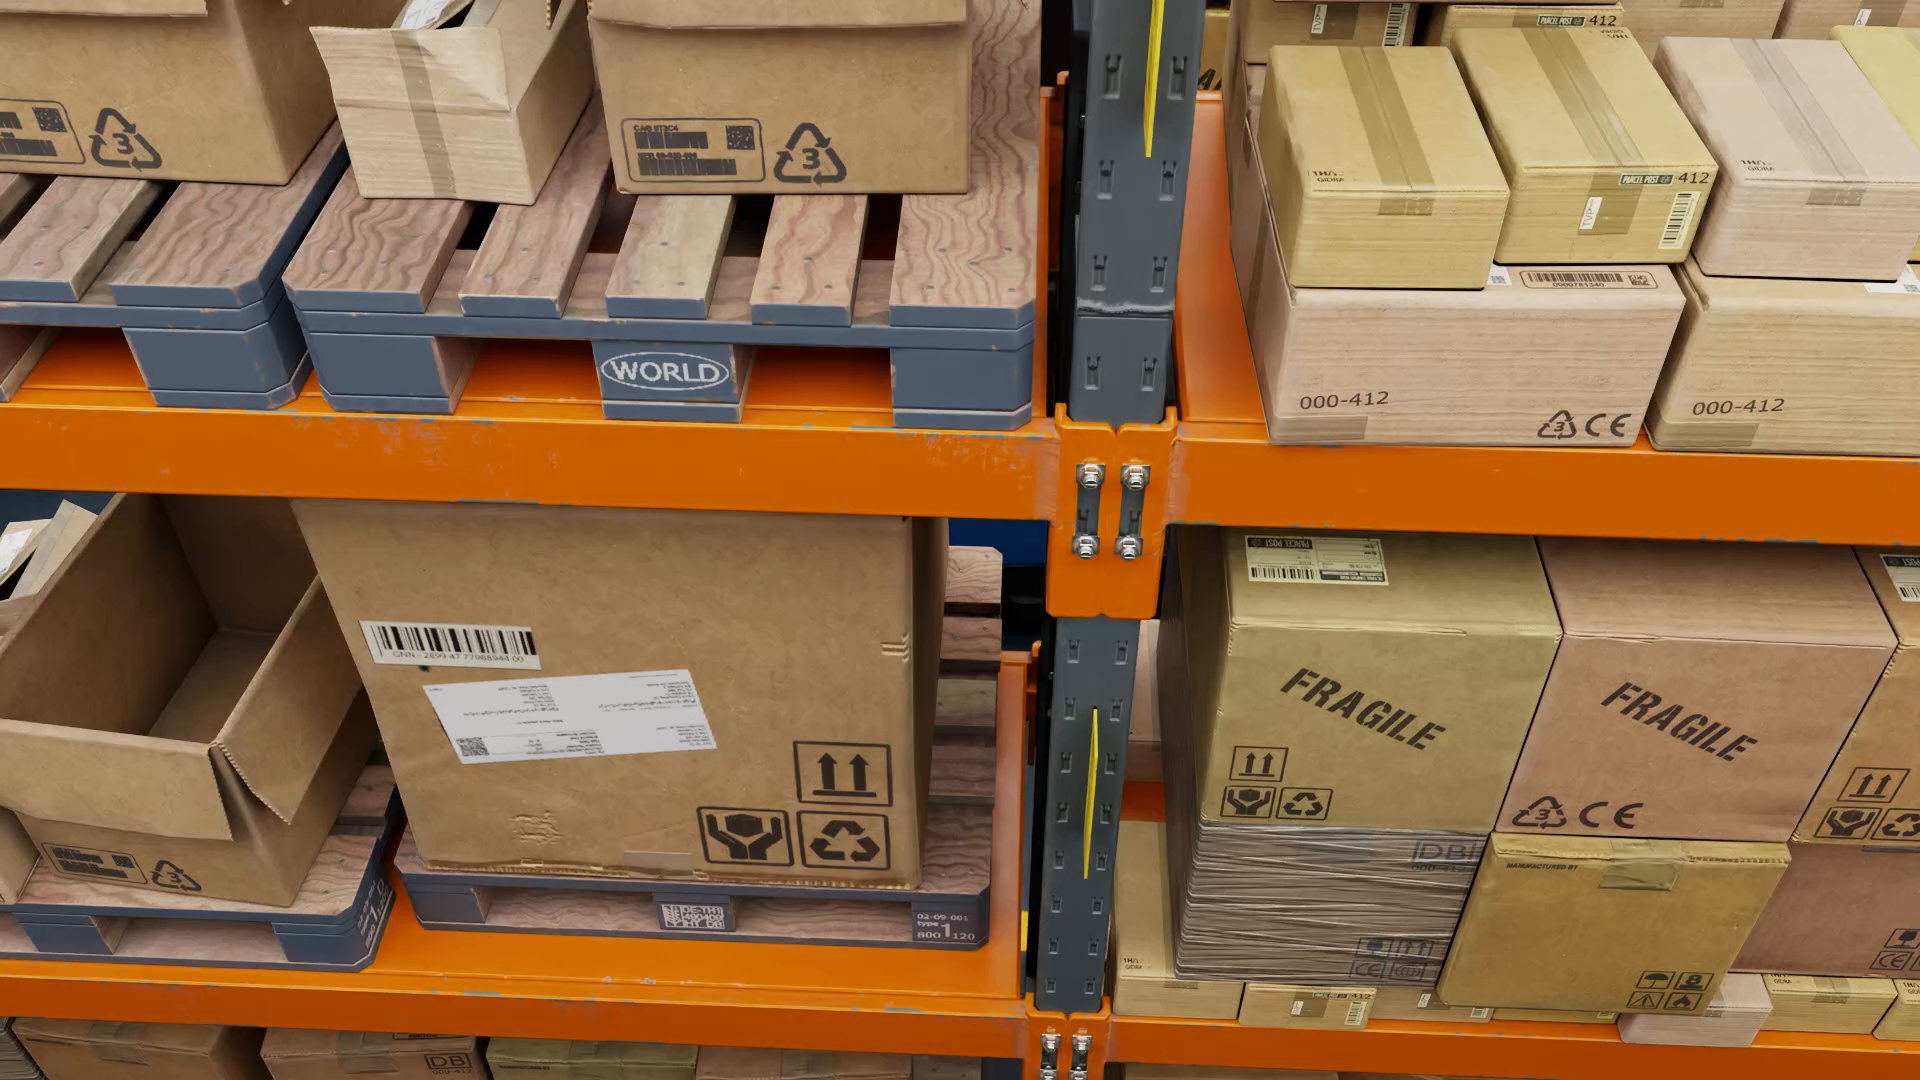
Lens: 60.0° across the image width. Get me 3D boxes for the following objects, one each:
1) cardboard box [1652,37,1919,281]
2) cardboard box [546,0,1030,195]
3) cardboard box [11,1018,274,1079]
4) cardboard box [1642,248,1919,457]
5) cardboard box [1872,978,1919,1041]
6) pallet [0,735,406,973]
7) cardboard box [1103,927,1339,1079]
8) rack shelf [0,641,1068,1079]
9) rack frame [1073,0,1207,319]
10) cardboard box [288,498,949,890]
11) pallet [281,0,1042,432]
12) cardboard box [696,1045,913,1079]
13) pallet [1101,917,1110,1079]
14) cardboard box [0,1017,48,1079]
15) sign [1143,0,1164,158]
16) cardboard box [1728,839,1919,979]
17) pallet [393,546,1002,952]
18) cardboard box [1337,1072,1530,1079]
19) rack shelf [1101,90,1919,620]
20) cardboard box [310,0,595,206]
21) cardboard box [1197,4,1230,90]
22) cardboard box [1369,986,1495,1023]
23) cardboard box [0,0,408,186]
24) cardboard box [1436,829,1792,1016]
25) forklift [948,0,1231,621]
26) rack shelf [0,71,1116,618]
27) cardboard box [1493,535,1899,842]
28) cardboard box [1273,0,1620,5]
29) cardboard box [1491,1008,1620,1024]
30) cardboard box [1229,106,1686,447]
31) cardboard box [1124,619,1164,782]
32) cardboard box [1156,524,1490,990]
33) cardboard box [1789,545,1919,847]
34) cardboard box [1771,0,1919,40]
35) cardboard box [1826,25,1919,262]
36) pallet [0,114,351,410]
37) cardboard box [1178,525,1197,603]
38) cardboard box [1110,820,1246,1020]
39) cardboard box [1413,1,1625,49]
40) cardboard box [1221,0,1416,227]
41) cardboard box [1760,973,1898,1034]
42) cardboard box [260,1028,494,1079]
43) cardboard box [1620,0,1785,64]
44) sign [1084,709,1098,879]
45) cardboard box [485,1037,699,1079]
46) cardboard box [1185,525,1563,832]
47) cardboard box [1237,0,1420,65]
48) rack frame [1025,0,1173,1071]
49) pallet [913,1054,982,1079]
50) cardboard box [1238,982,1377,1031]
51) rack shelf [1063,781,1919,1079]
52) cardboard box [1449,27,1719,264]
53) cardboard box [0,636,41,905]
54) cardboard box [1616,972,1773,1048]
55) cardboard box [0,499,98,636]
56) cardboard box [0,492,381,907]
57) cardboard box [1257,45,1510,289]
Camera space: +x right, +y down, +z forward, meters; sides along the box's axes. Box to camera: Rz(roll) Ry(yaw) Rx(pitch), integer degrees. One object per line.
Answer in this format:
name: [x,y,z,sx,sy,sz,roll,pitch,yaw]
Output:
cardboard box: [1.088,-0.515,2.220,0.250,0.149,0.380,2,43,2]
cardboard box: [-0.228,-0.902,2.433,0.637,0.503,0.797,0,43,0]
cardboard box: [-1.968,1.127,4.350,0.500,0.500,0.700,5,43,5]
cardboard box: [1.204,-0.373,2.359,0.500,0.250,0.500,1,43,2]
cardboard box: [1.937,0.809,3.365,0.250,0.149,0.380,2,43,2]
pallet: [-1.780,0.449,3.708,1.213,0.211,1.003,2,43,2]
cardboard box: [0.634,1.269,4.213,0.500,0.500,0.500,1,43,1]
rack shelf: [-1.761,0.670,3.857,4.000,0.370,1.077,2,43,2]
rack frame: [0.237,-1.726,1.501,0.127,3.000,1.000,2,43,2]
cardboard box: [-0.551,-0.024,3.327,1.000,1.000,1.000,2,43,2]
pallet: [-0.375,-0.652,2.686,1.003,0.211,1.213,2,43,2]
cardboard box: [-0.376,1.189,4.284,0.500,0.500,0.700,-1,43,-1]
pallet: [0.909,1.485,4.501,1.213,0.211,1.003,2,43,2]
cardboard box: [-2.534,1.115,4.364,0.500,0.500,0.700,-2,43,-2]
sign: [0.215,-0.584,1.808,0.005,0.325,0.100,2,43,2]
cardboard box: [1.685,0.365,3.366,0.500,0.500,0.875,2,43,2]
pallet: [-0.520,0.416,3.743,1.213,0.211,1.003,2,43,2]
cardboard box: [1.207,1.282,4.199,0.500,0.500,0.500,15,45,15]
rack shelf: [2.235,-0.304,2.703,4.000,0.370,1.077,2,43,2]
cardboard box: [-0.707,-0.694,2.384,0.258,0.266,0.396,3,43,3]
cardboard box: [1.186,-2.215,7.678,0.875,0.875,0.875,2,43,3]
cardboard box: [0.938,0.777,3.399,0.250,0.149,0.380,2,43,2]
cardboard box: [-1.170,-0.931,2.464,0.637,0.503,0.797,3,43,4]
cardboard box: [1.181,0.418,3.309,0.500,0.500,0.875,2,43,2]
forklift: [0.795,-1.126,5.308,3.031,2.935,1.130,-1,43,-1]
rack shelf: [-1.761,-0.427,2.835,4.000,0.370,1.077,2,43,2]
cardboard box: [1.174,0.159,2.854,0.500,0.500,0.500,2,43,2]
cardboard box: [0.698,-1.117,2.390,0.500,0.500,0.500,1,43,1]
cardboard box: [1.188,0.779,3.398,0.250,0.149,0.380,2,43,2]
cardboard box: [0.675,-0.386,2.373,0.500,0.250,0.500,0,43,0]
cardboard box: [0.465,0.367,3.840,0.250,0.149,0.380,2,43,2]
cardboard box: [0.683,0.379,3.351,0.500,0.500,0.875,2,43,2]
cardboard box: [1.674,0.174,2.837,0.500,0.500,0.500,2,43,2]
cardboard box: [1.369,-0.897,2.629,0.250,0.149,0.380,1,43,1]
cardboard box: [1.334,-0.537,2.243,0.250,0.149,0.380,3,43,3]
pallet: [-1.411,-0.681,2.718,1.003,0.211,1.213,2,43,2]
cardboard box: [0.699,-0.216,3.256,0.500,0.500,0.500,2,43,2]
cardboard box: [0.438,0.772,3.405,0.250,0.149,0.380,2,43,2]
cardboard box: [0.837,-0.836,2.564,0.250,0.149,0.380,2,43,2]
cardboard box: [0.704,-0.738,2.751,0.500,0.250,0.500,3,43,3]
cardboard box: [1.688,0.794,3.382,0.250,0.149,0.380,2,43,2]
cardboard box: [-1.410,1.144,4.332,0.500,0.500,0.700,-2,43,-2]
cardboard box: [1.092,-0.888,2.619,0.250,0.149,0.380,0,43,0]
sign: [0.215,0.423,2.746,0.005,0.325,0.100,2,43,2]
cardboard box: [-0.851,1.161,4.314,0.500,0.500,0.700,2,43,2]
cardboard box: [0.675,0.144,2.869,0.500,0.500,0.500,2,43,2]
cardboard box: [0.574,-0.907,2.640,0.250,0.149,0.380,3,43,3]
rack frame: [0.237,0.469,3.546,0.127,3.000,1.000,2,43,2]
pallet: [-0.541,1.466,4.521,1.213,0.211,1.003,2,43,2]
cardboard box: [0.687,0.789,3.387,0.250,0.149,0.380,2,43,2]
rack shelf: [2.235,0.793,3.726,4.000,0.370,1.077,2,43,2]
cardboard box: [0.817,-0.538,2.244,0.250,0.149,0.380,0,43,0]
cardboard box: [-2.095,0.455,3.363,0.500,0.250,0.500,1,43,1]
cardboard box: [1.436,0.814,3.360,0.250,0.149,0.380,2,43,2]
cardboard box: [-2.081,0.109,3.723,0.258,0.266,0.396,1,43,1]
cardboard box: [-1.499,0.287,3.358,0.637,0.503,0.797,6,43,6]
cardboard box: [0.547,-0.500,2.203,0.250,0.149,0.380,1,43,1]
